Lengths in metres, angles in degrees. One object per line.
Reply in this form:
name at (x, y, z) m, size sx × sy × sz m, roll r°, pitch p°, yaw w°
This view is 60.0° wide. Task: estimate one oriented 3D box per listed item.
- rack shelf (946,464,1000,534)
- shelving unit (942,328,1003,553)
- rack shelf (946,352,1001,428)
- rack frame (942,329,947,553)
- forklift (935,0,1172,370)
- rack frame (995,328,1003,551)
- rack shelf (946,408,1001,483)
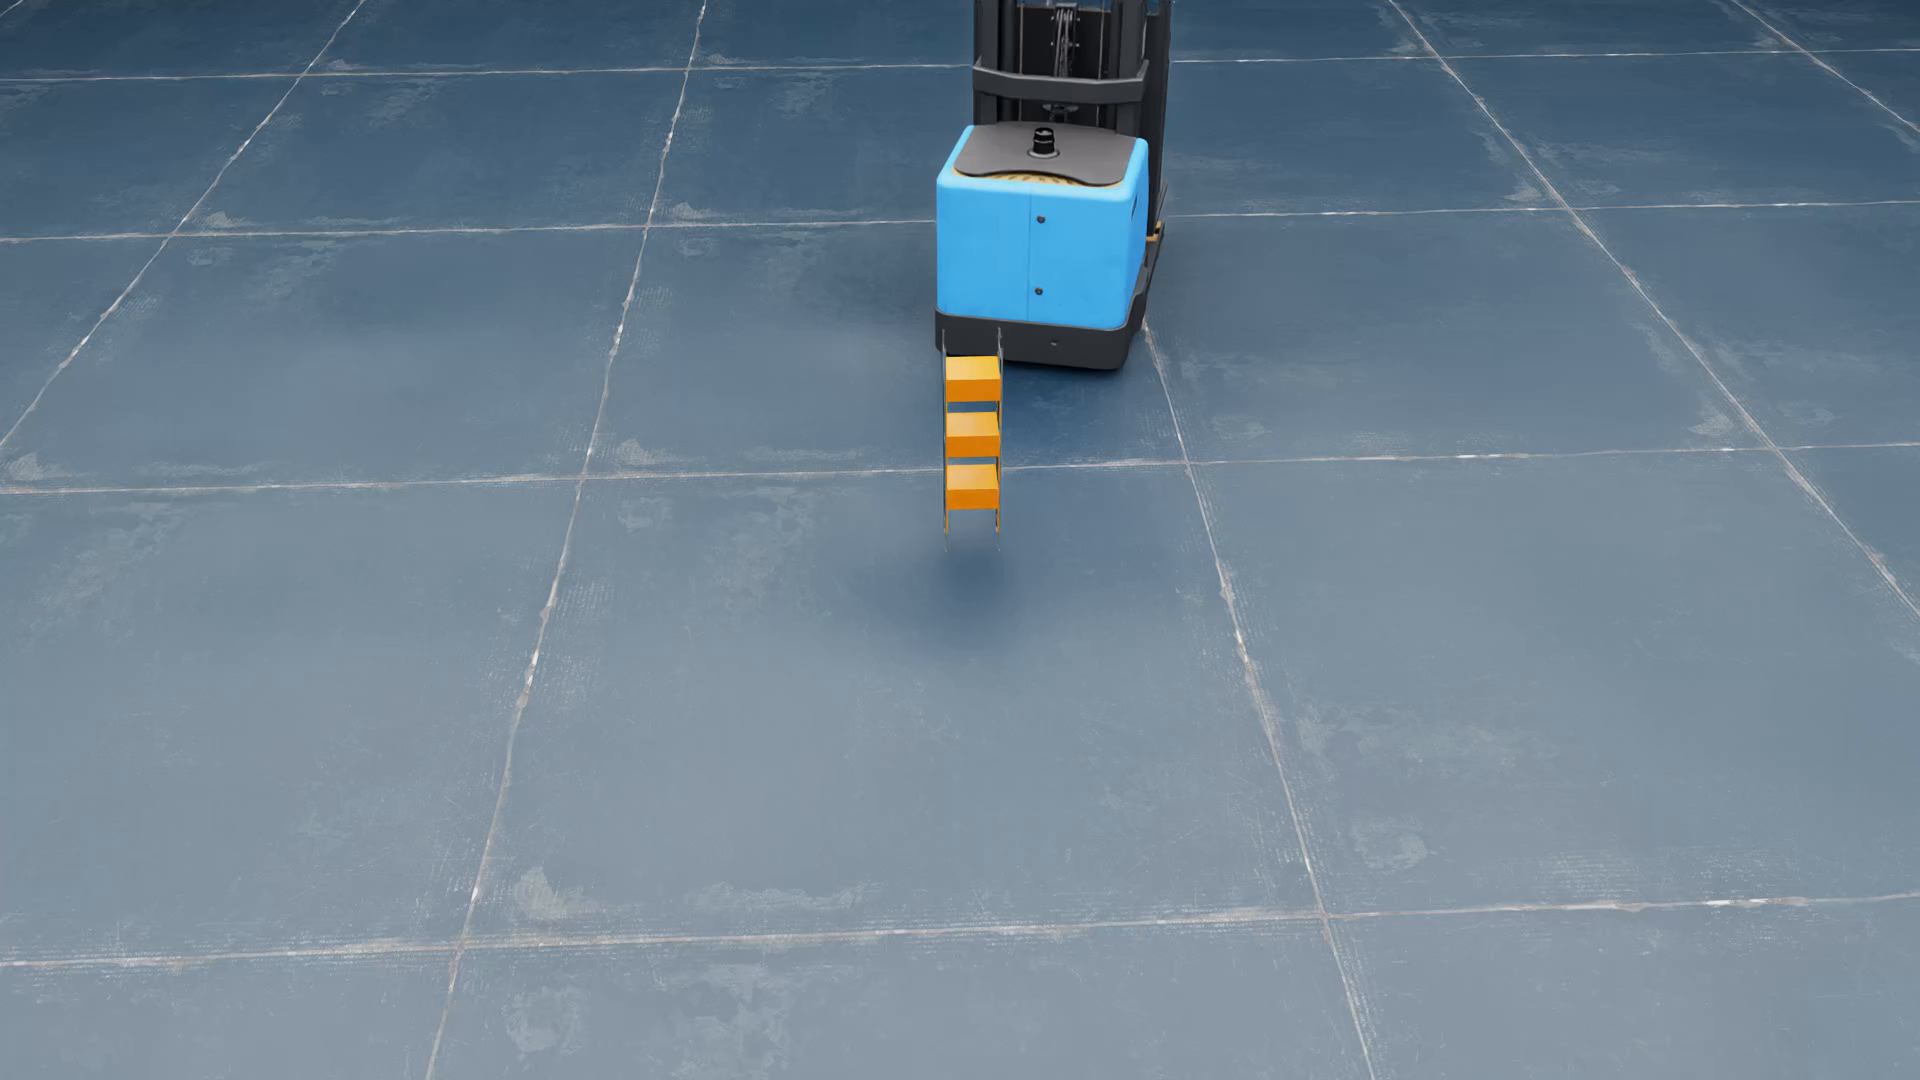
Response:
rack shelf at (0.053, -0.196, 7.618) m, size 0.240 × 0.259 × 0.215 m, roll -2°, pitch 35°, yaw -2°
shelving unit at (0.053, -0.433, 7.453) m, size 0.252 × 1.050 × 0.215 m, roll -2°, pitch 35°, yaw -2°
rack shelf at (0.053, -0.658, 7.298) m, size 0.240 × 0.259 × 0.215 m, roll -2°, pitch 35°, yaw -2°
rack frame at (-0.068, -0.430, 7.449) m, size 0.008 × 1.050 × 0.200 m, roll -2°, pitch 35°, yaw -2°
forklift at (0.668, -2.955, 9.445) m, size 1.130 × 2.935 × 3.031 m, roll 7°, pitch 35°, yaw 10°
rack frame at (0.175, -0.436, 7.458) m, size 0.008 × 1.050 × 0.200 m, roll -2°, pitch 35°, yaw -2°
rack shelf at (0.053, -0.424, 7.459) m, size 0.240 × 0.259 × 0.215 m, roll -2°, pitch 35°, yaw -2°
